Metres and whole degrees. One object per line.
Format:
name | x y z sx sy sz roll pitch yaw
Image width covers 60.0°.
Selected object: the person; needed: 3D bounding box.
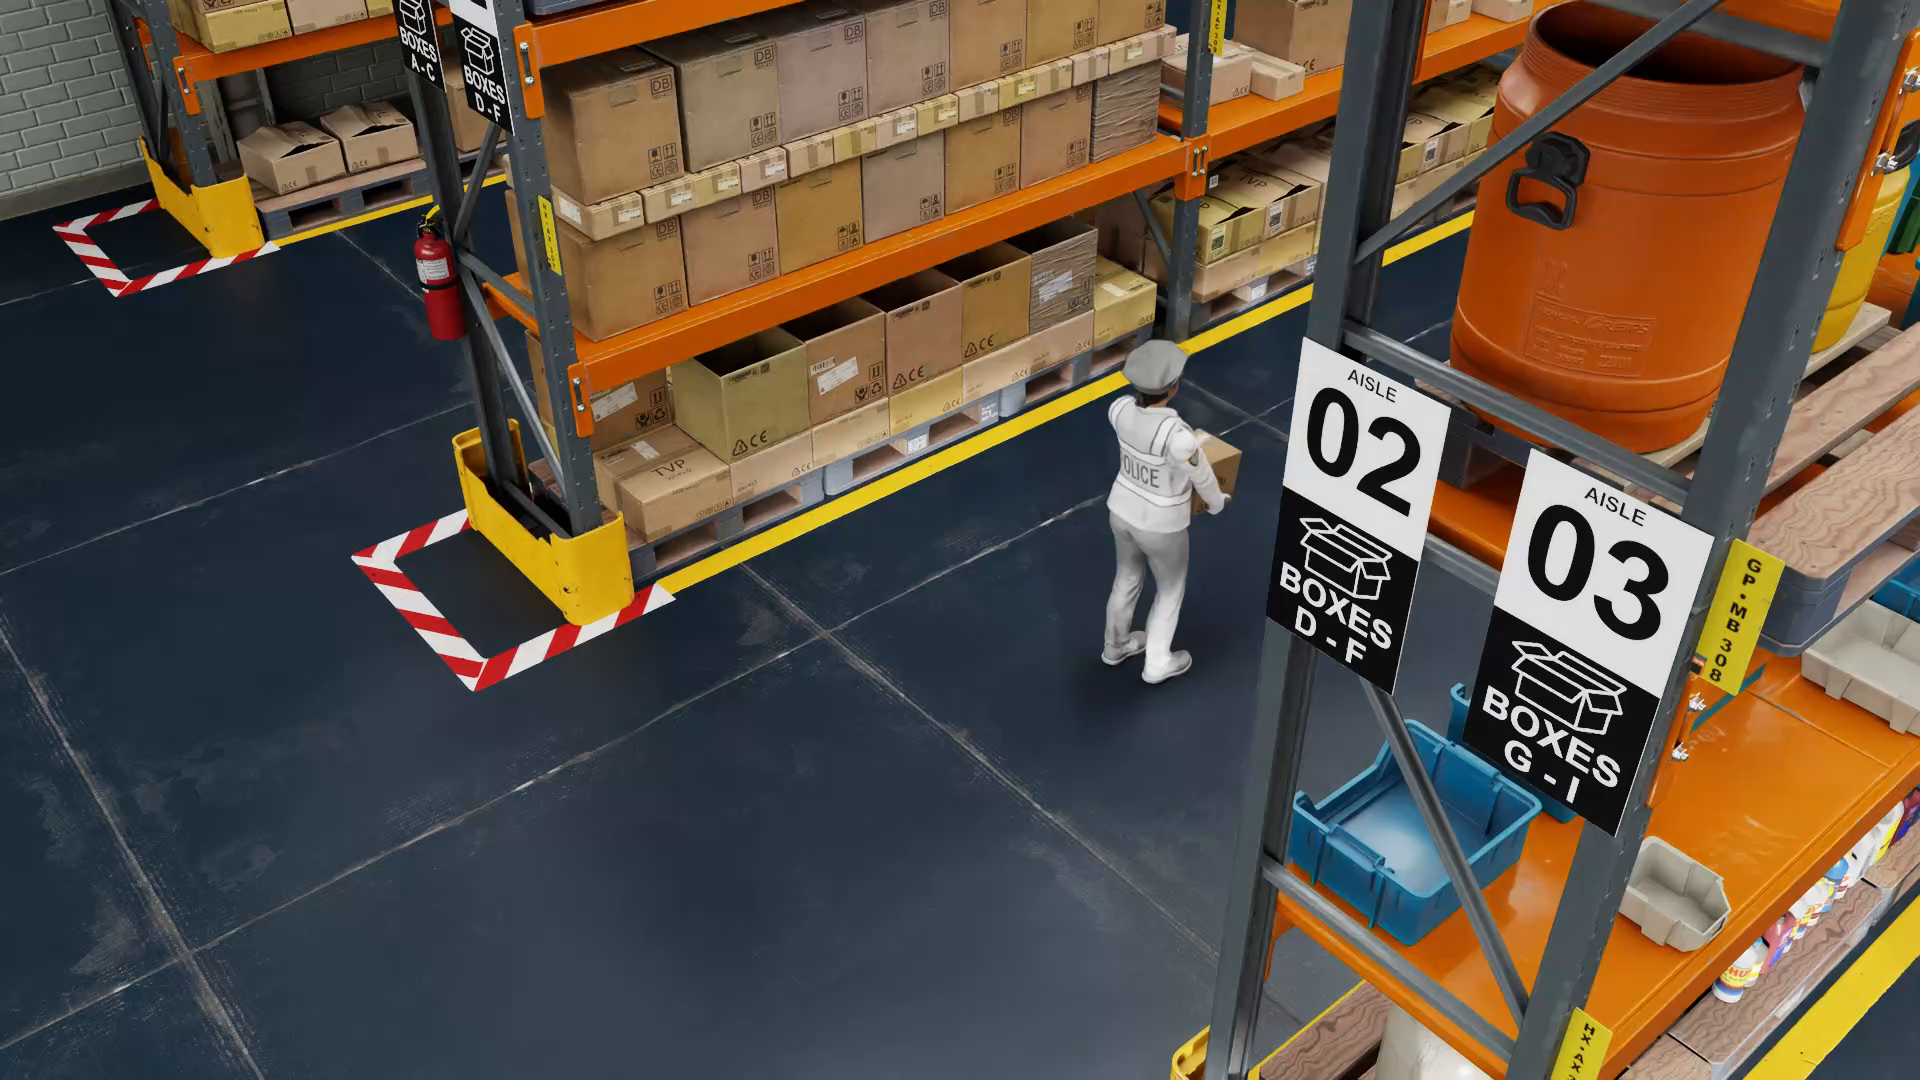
person | 0.888 -0.131 7.240 0.522 1.691 0.416 -27 44 -32
